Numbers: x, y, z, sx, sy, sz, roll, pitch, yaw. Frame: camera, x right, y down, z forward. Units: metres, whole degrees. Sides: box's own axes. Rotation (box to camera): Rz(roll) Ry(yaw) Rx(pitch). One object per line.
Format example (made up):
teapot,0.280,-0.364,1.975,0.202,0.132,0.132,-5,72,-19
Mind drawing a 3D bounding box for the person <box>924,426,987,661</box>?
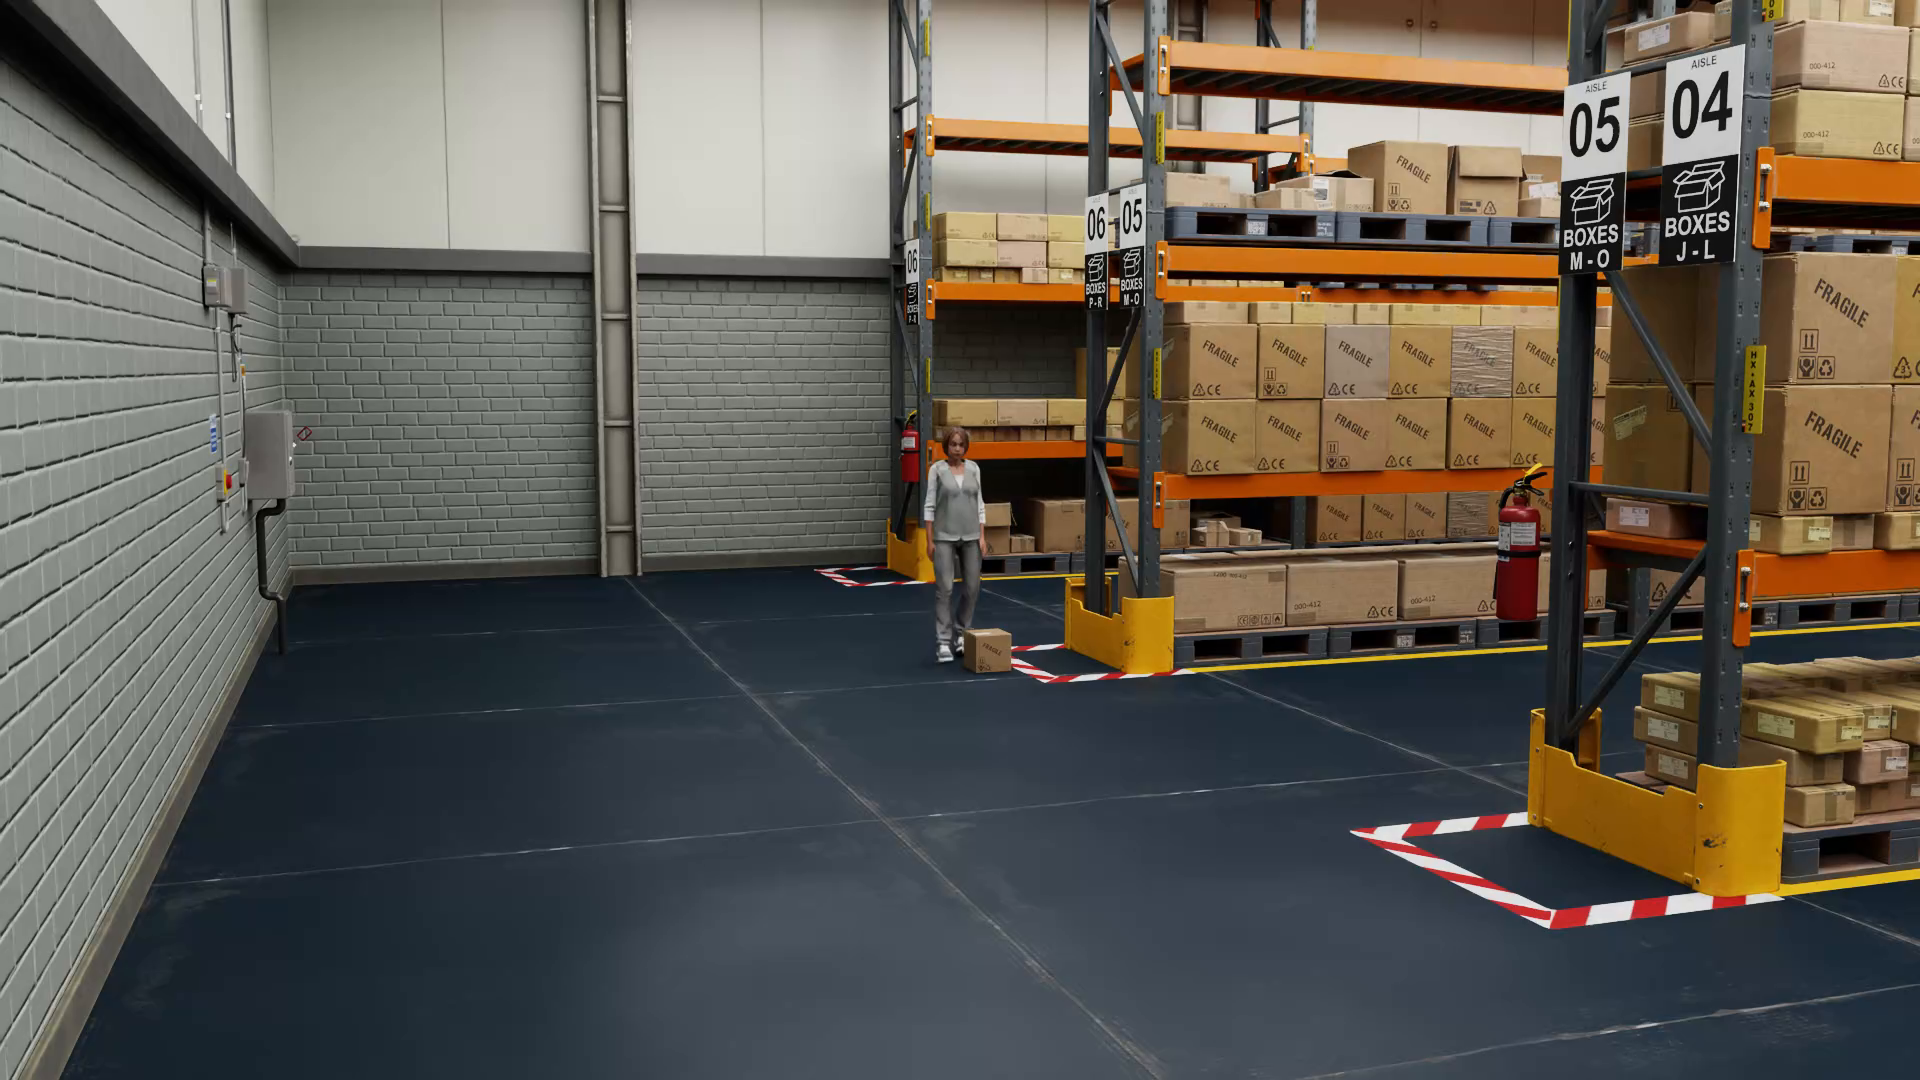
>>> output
person,-0.034,0.072,11.503,0.428,1.498,0.439,-2,6,-14
